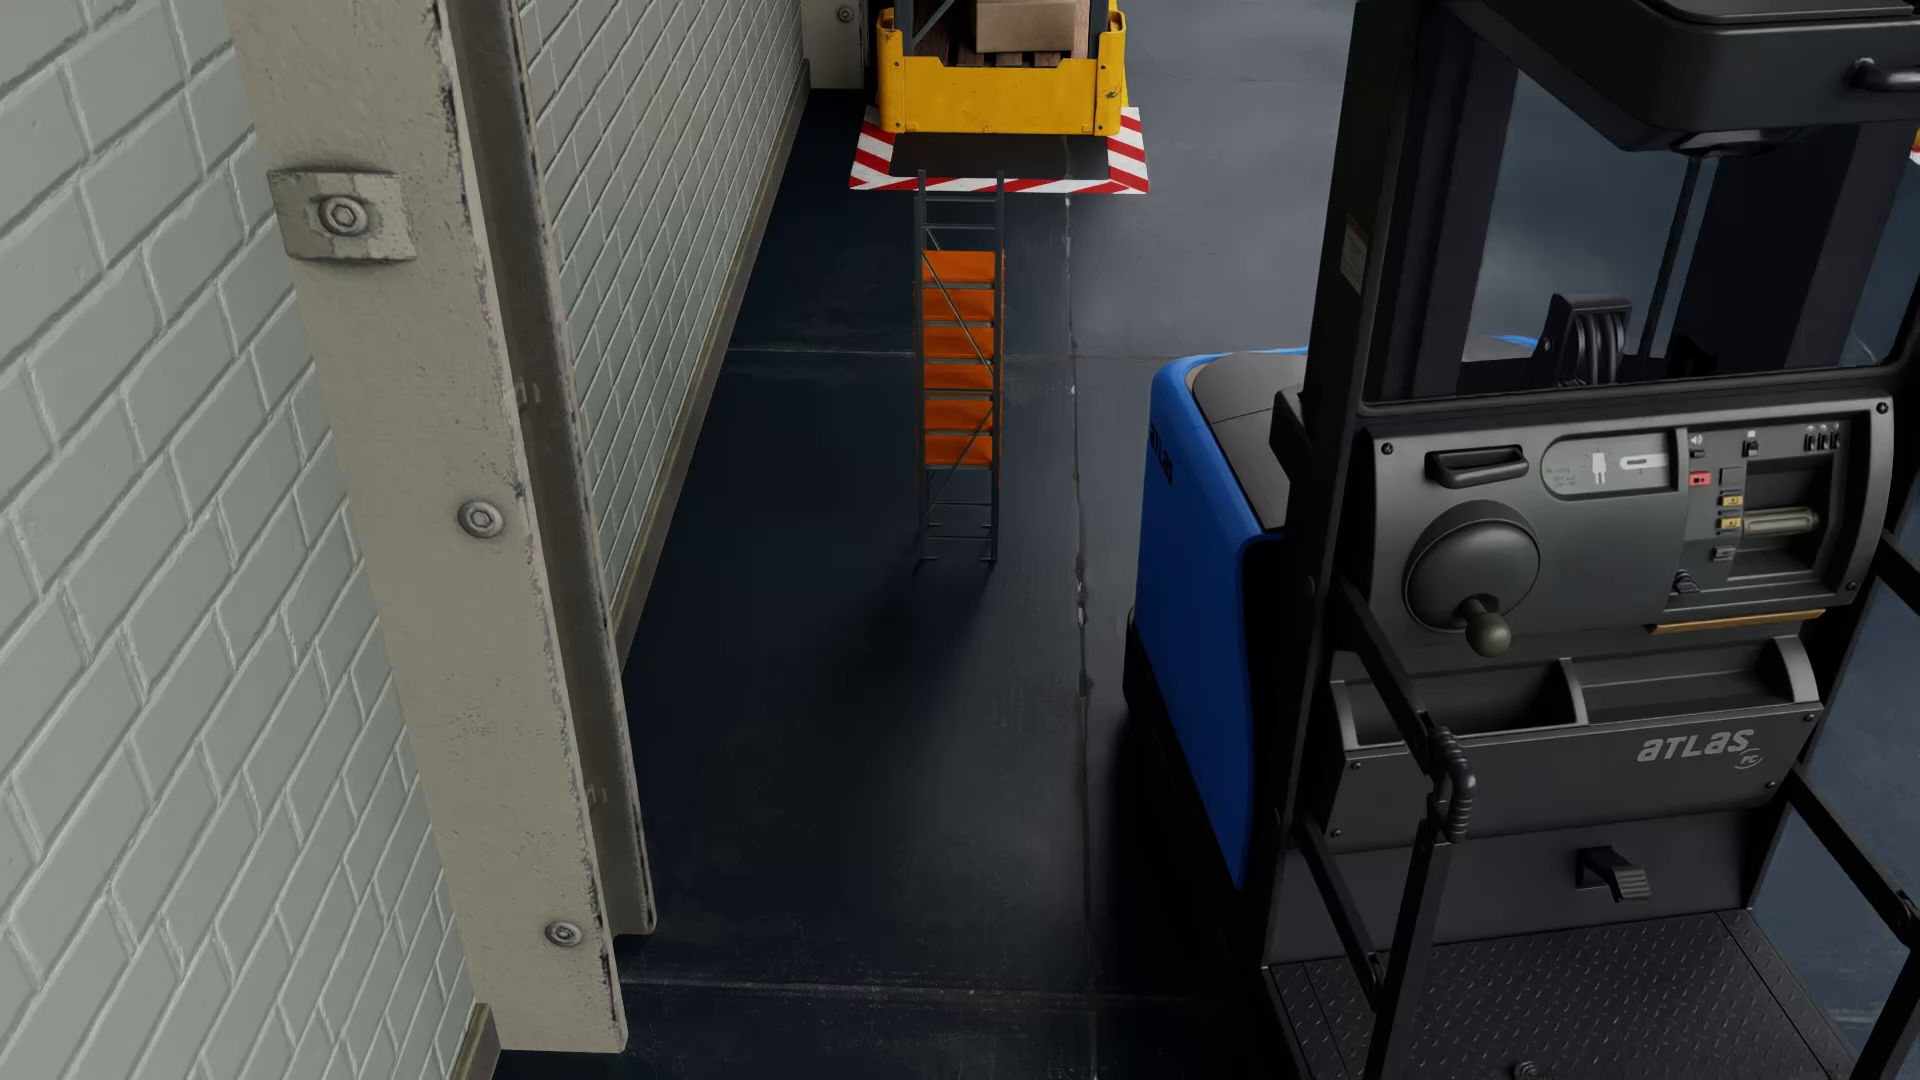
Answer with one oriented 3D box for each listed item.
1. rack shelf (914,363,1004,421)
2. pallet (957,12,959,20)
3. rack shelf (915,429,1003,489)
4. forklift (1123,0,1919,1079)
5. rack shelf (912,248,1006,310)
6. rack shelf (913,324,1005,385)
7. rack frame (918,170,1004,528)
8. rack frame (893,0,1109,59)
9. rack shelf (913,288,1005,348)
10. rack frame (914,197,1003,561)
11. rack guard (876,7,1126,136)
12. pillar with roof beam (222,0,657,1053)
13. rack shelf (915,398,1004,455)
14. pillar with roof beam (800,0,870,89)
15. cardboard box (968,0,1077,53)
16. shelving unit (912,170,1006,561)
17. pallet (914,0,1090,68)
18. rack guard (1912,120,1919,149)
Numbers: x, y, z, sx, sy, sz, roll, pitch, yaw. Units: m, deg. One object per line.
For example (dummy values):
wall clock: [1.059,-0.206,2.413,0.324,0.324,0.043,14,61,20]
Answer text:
rack shelf: [-0.001,-0.446,4.919,0.258,0.103,0.180,1,35,2]
pallet: [0.315,-3.312,9.780,1.003,0.211,1.213,1,35,2]
rack shelf: [-0.001,-0.250,5.057,0.258,0.103,0.180,1,35,2]
forklift: [1.175,0.033,2.654,1.130,2.935,3.031,-5,35,-7]
rack shelf: [-0.001,-0.741,4.712,0.258,0.103,0.180,1,35,2]
rack shelf: [-0.001,-0.544,4.850,0.258,0.103,0.180,1,35,2]
rack frame: [0.003,-0.535,4.968,0.240,1.200,0.006,1,35,2]
rack frame: [0.192,-3.245,7.258,1.000,3.000,0.127,1,35,2]
rack shelf: [-0.001,-0.643,4.781,0.258,0.103,0.180,1,35,2]
rack frame: [-0.004,-0.430,4.818,0.240,1.200,0.006,1,35,2]
rack guard: [0.195,-2.266,8.039,1.175,0.500,0.348,1,35,2]
pillar with roof beam: [3.417,-2.575,1.087,9.100,9.000,0.400,1,35,2]
rack shelf: [-0.001,-0.348,4.988,0.258,0.103,0.180,1,35,2]
pillar with roof beam: [3.658,-6.022,5.992,9.100,9.000,0.400,1,35,2]
cardboard box: [0.310,-2.720,8.467,0.500,0.311,0.500,-2,35,-3]
shelving unit: [-0.001,-0.483,4.893,0.258,1.200,0.189,1,35,2]
pallet: [0.263,-2.613,8.785,1.003,0.211,1.213,1,35,2]
rack guard: [5.141,-2.096,7.797,1.175,0.500,0.348,1,35,2]
